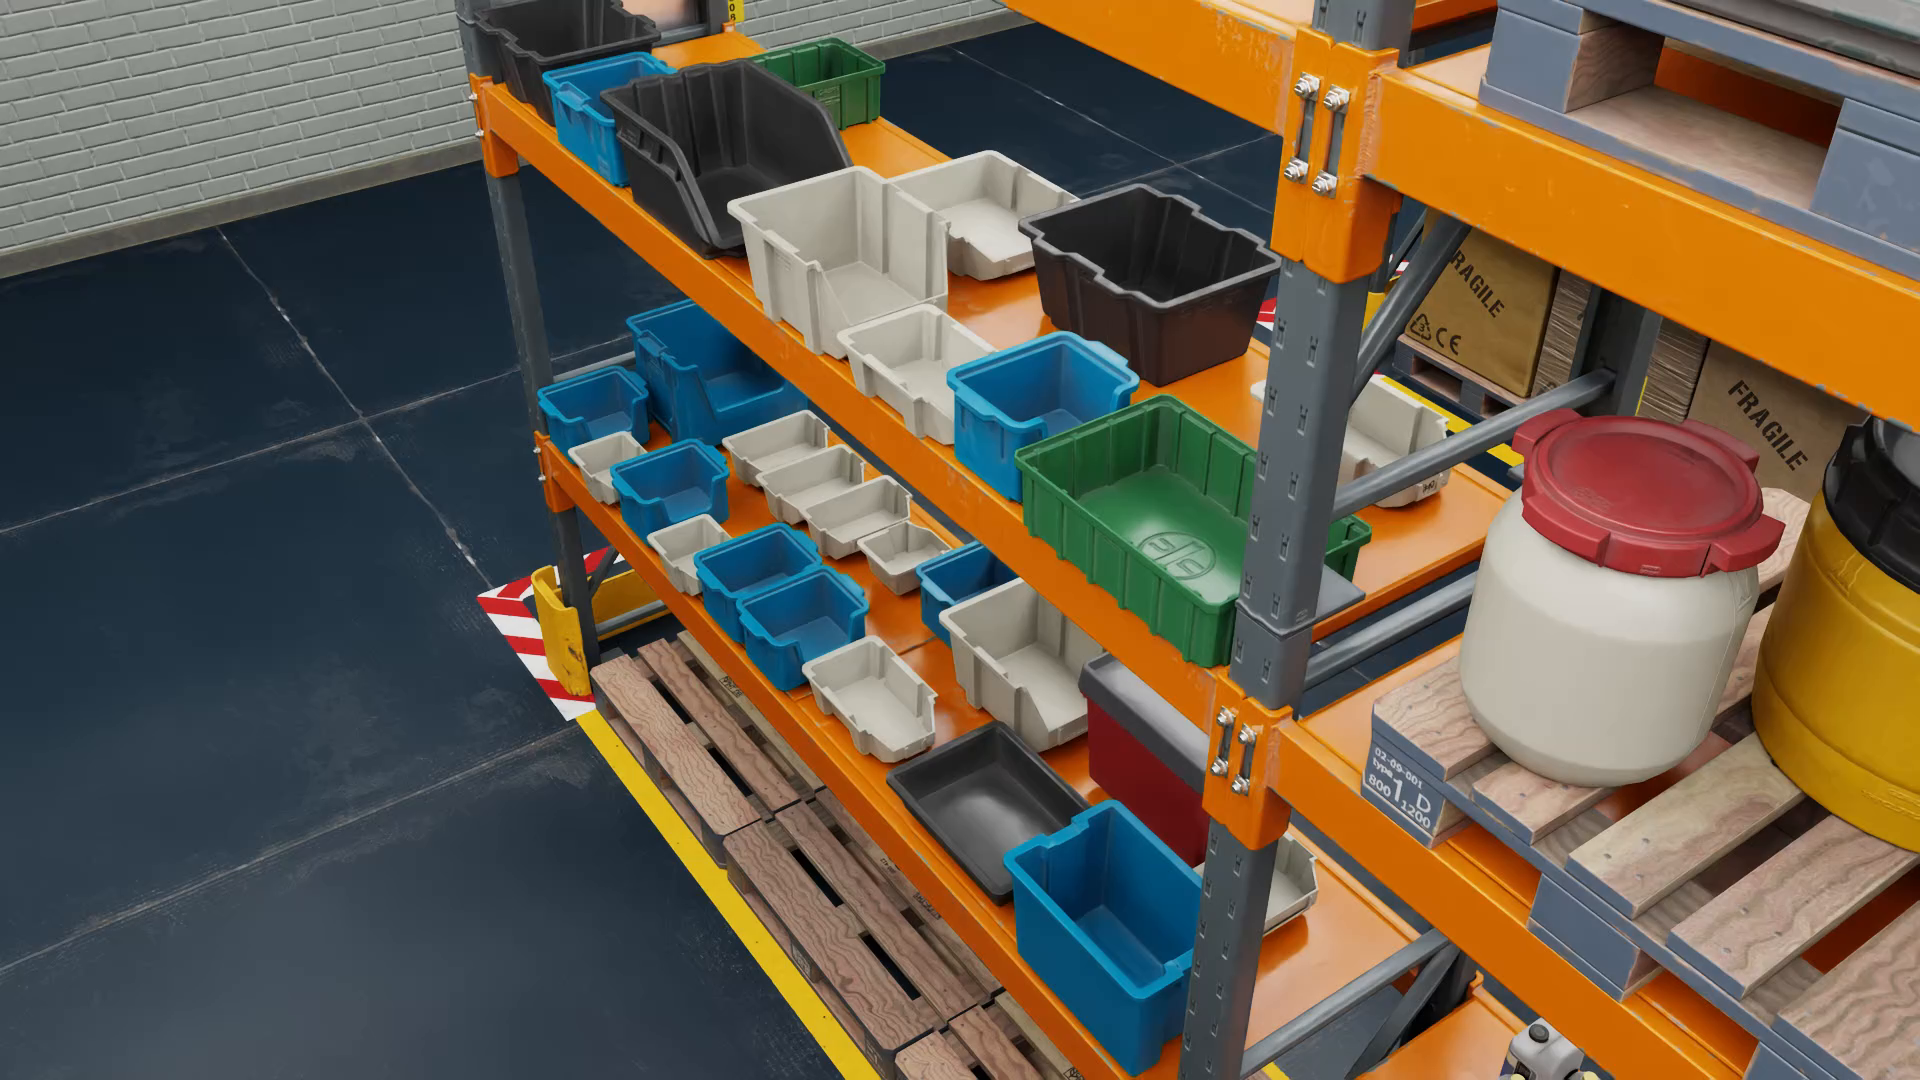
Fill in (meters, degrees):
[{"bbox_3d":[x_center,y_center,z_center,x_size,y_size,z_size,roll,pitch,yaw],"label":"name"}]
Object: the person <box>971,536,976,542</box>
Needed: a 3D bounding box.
[{"bbox_3d":[0.167,-0.316,7.418,0.631,1.660,0.584,11,38,15],"label":"person"}]
